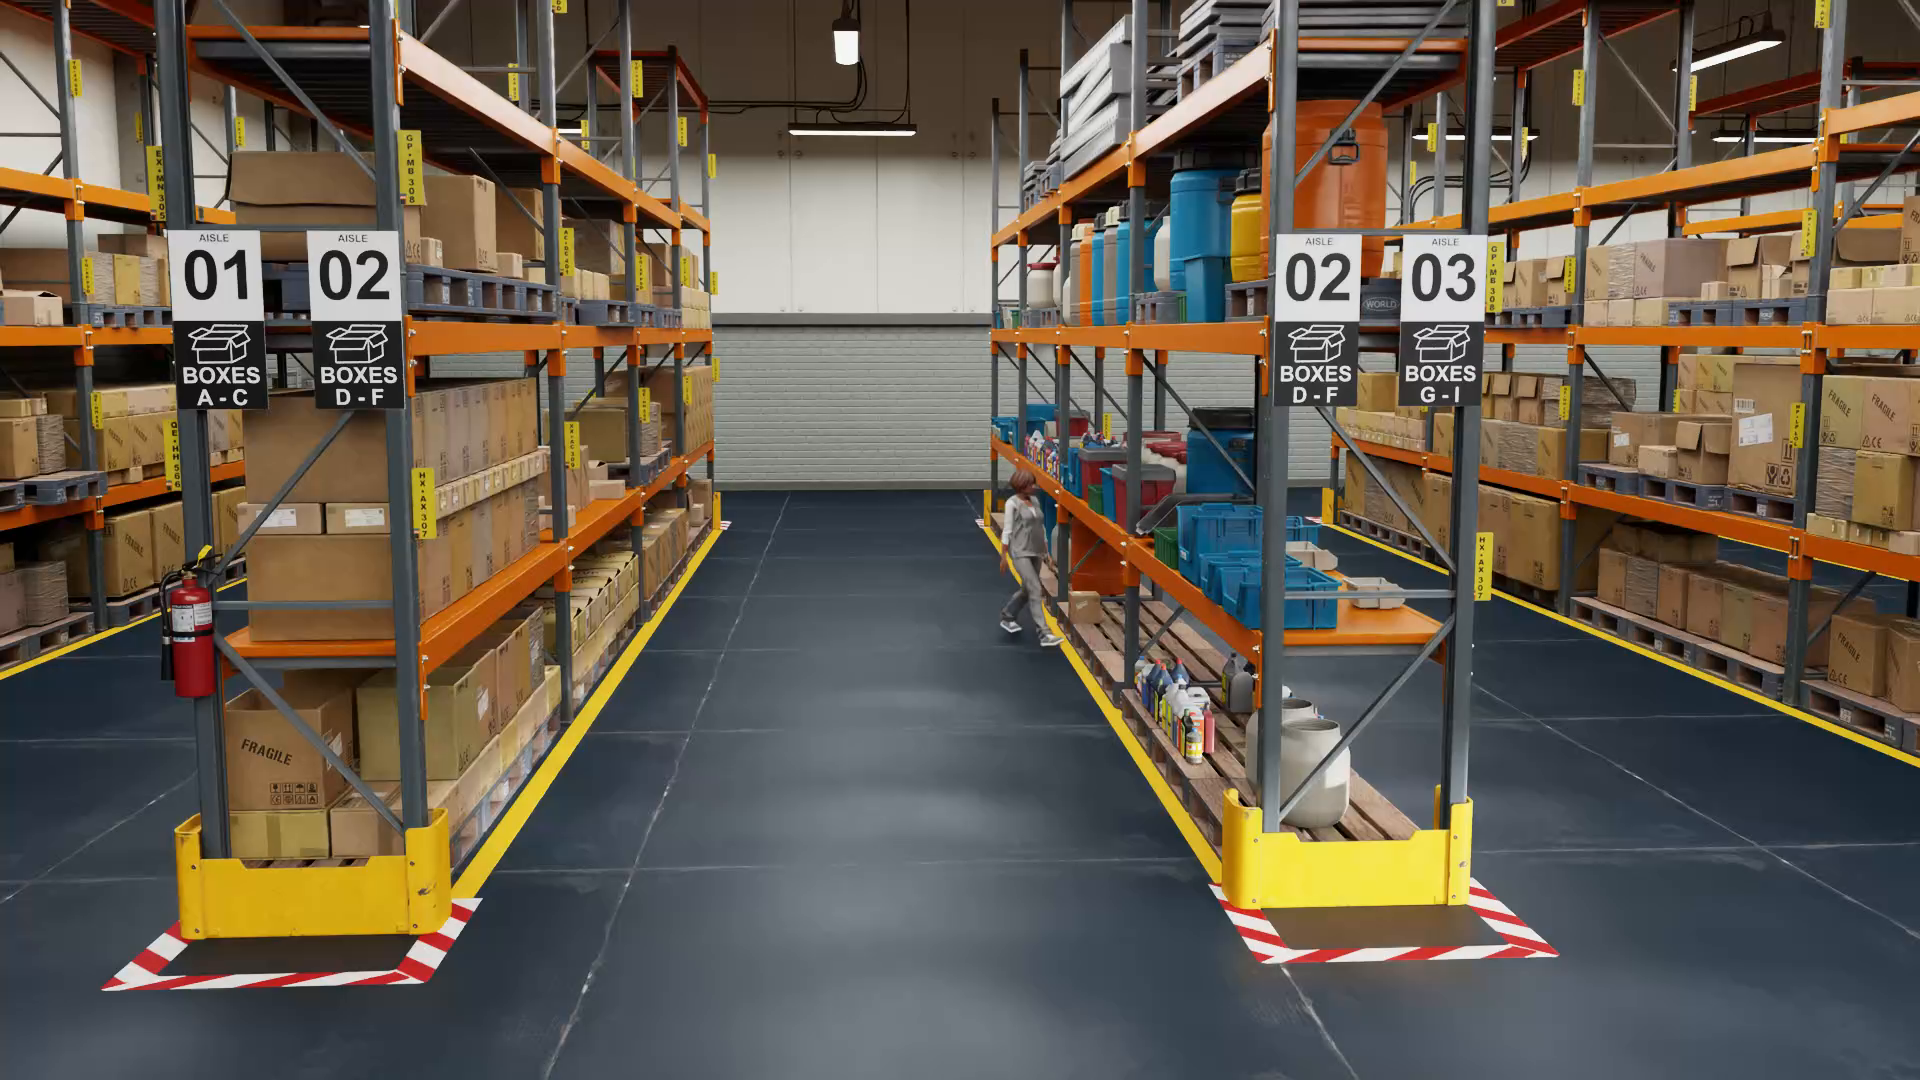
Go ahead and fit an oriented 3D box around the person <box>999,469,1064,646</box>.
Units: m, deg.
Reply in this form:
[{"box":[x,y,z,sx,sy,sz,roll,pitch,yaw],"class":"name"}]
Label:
[{"box":[0.639,0.138,14.789,0.960,1.532,0.437,7,10,44],"class":"person"}]
